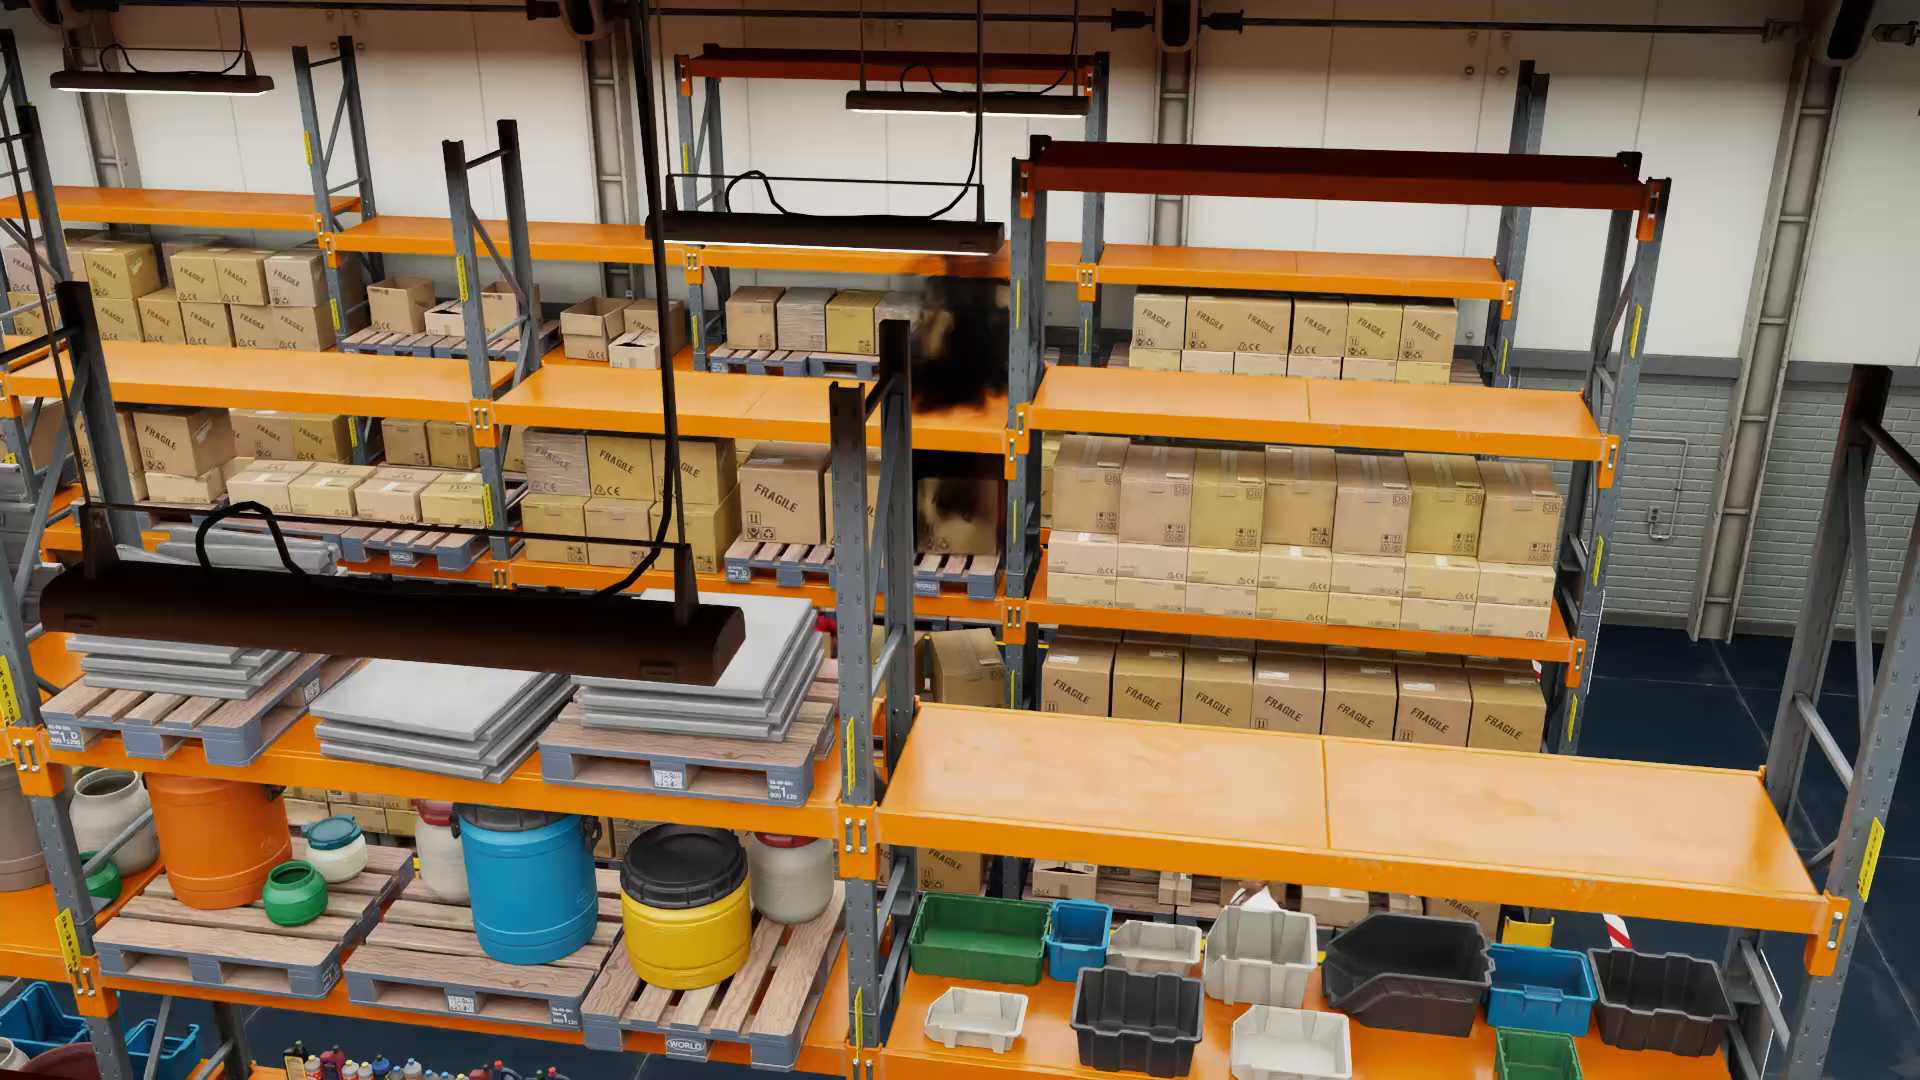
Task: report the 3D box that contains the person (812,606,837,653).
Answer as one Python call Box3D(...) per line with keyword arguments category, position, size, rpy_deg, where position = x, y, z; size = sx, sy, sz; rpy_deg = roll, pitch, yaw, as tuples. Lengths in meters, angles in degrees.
Box3D(category="person", position=(-1.341, 1.336, 15.024), size=(0.802, 1.800, 0.637), rpy_deg=(1, 23, 2))

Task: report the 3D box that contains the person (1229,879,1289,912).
Box3D(category="person", position=(1.965, 2.918, 11.254), size=(0.698, 1.756, 0.683), rpy_deg=(1, 23, 3))
